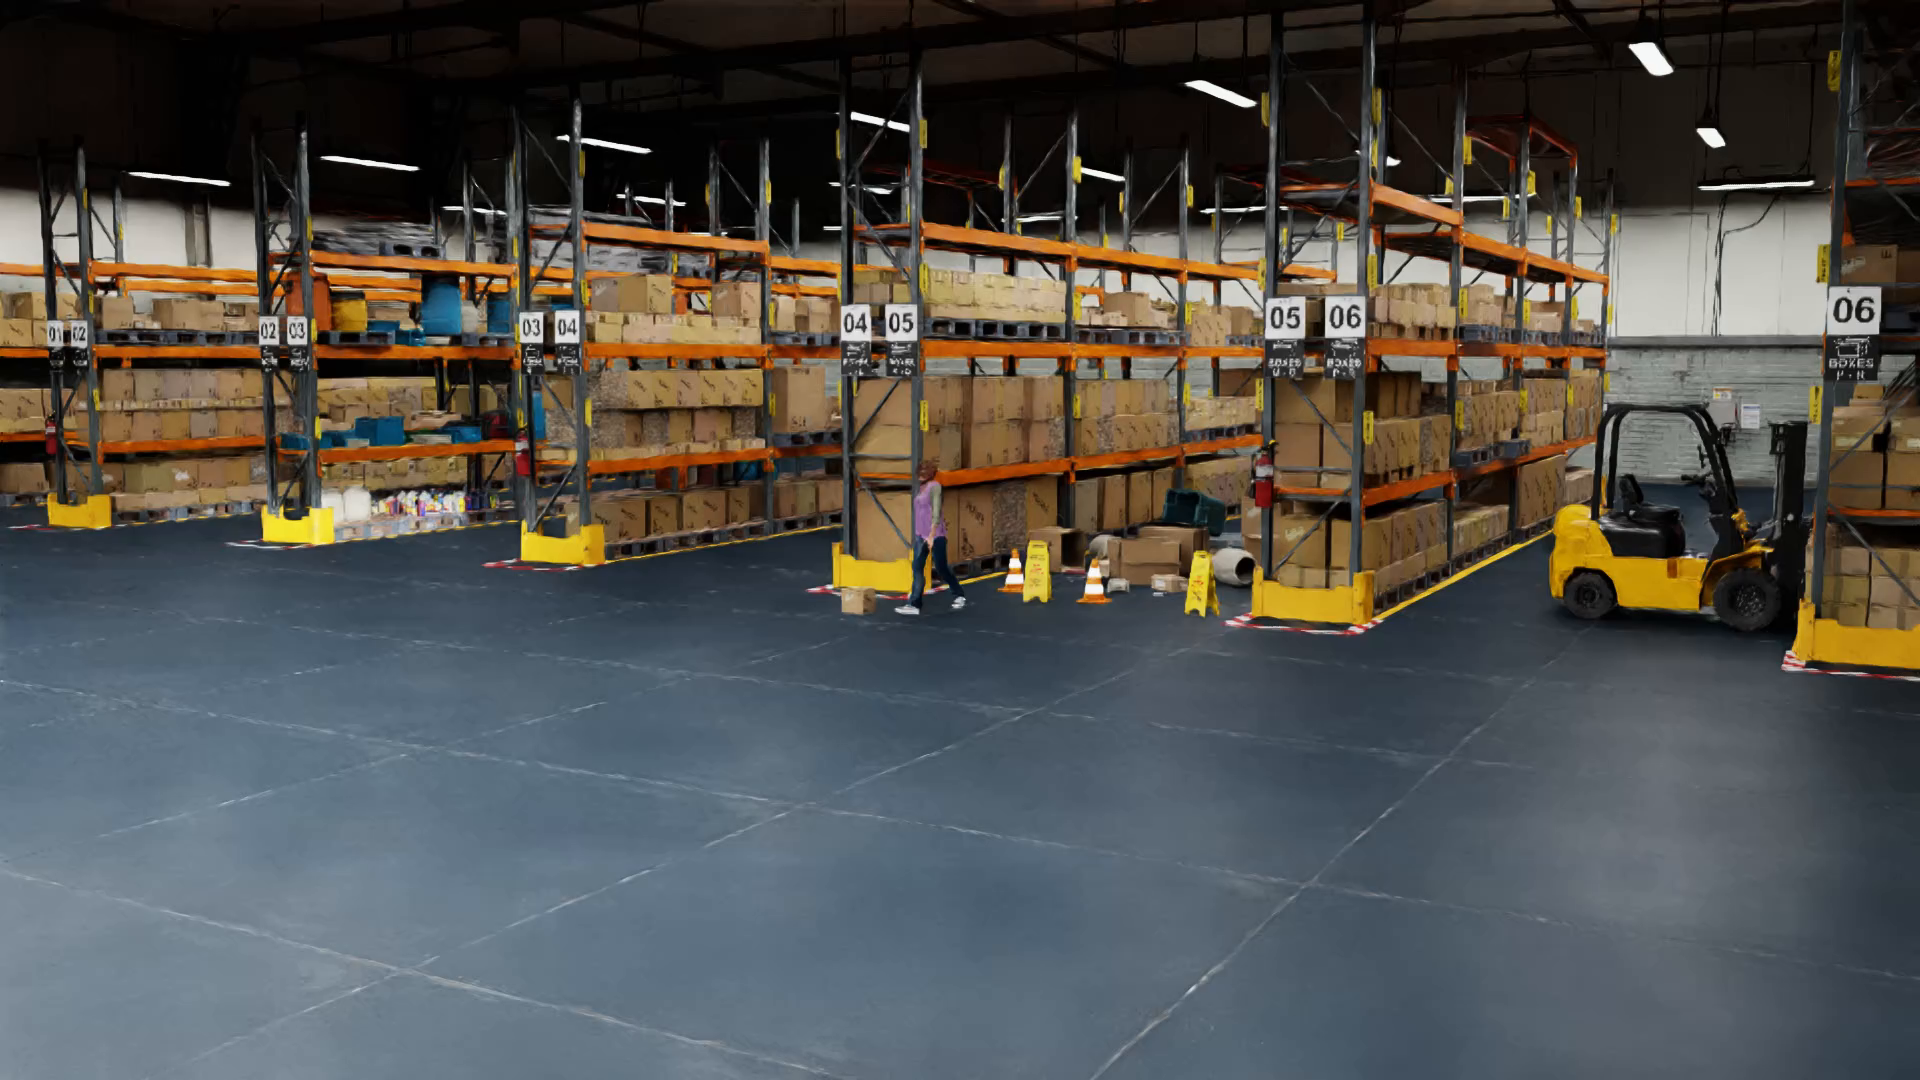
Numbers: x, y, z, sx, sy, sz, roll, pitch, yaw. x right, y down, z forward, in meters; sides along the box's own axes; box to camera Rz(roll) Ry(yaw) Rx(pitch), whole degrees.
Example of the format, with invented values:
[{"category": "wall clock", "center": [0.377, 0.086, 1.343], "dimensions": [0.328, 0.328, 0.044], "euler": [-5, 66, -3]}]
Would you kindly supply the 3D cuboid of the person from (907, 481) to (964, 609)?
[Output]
[{"category": "person", "center": [-0.237, 0.040, 16.909], "dimensions": [0.680, 1.295, 0.457], "euler": [-4, 8, -35]}]
